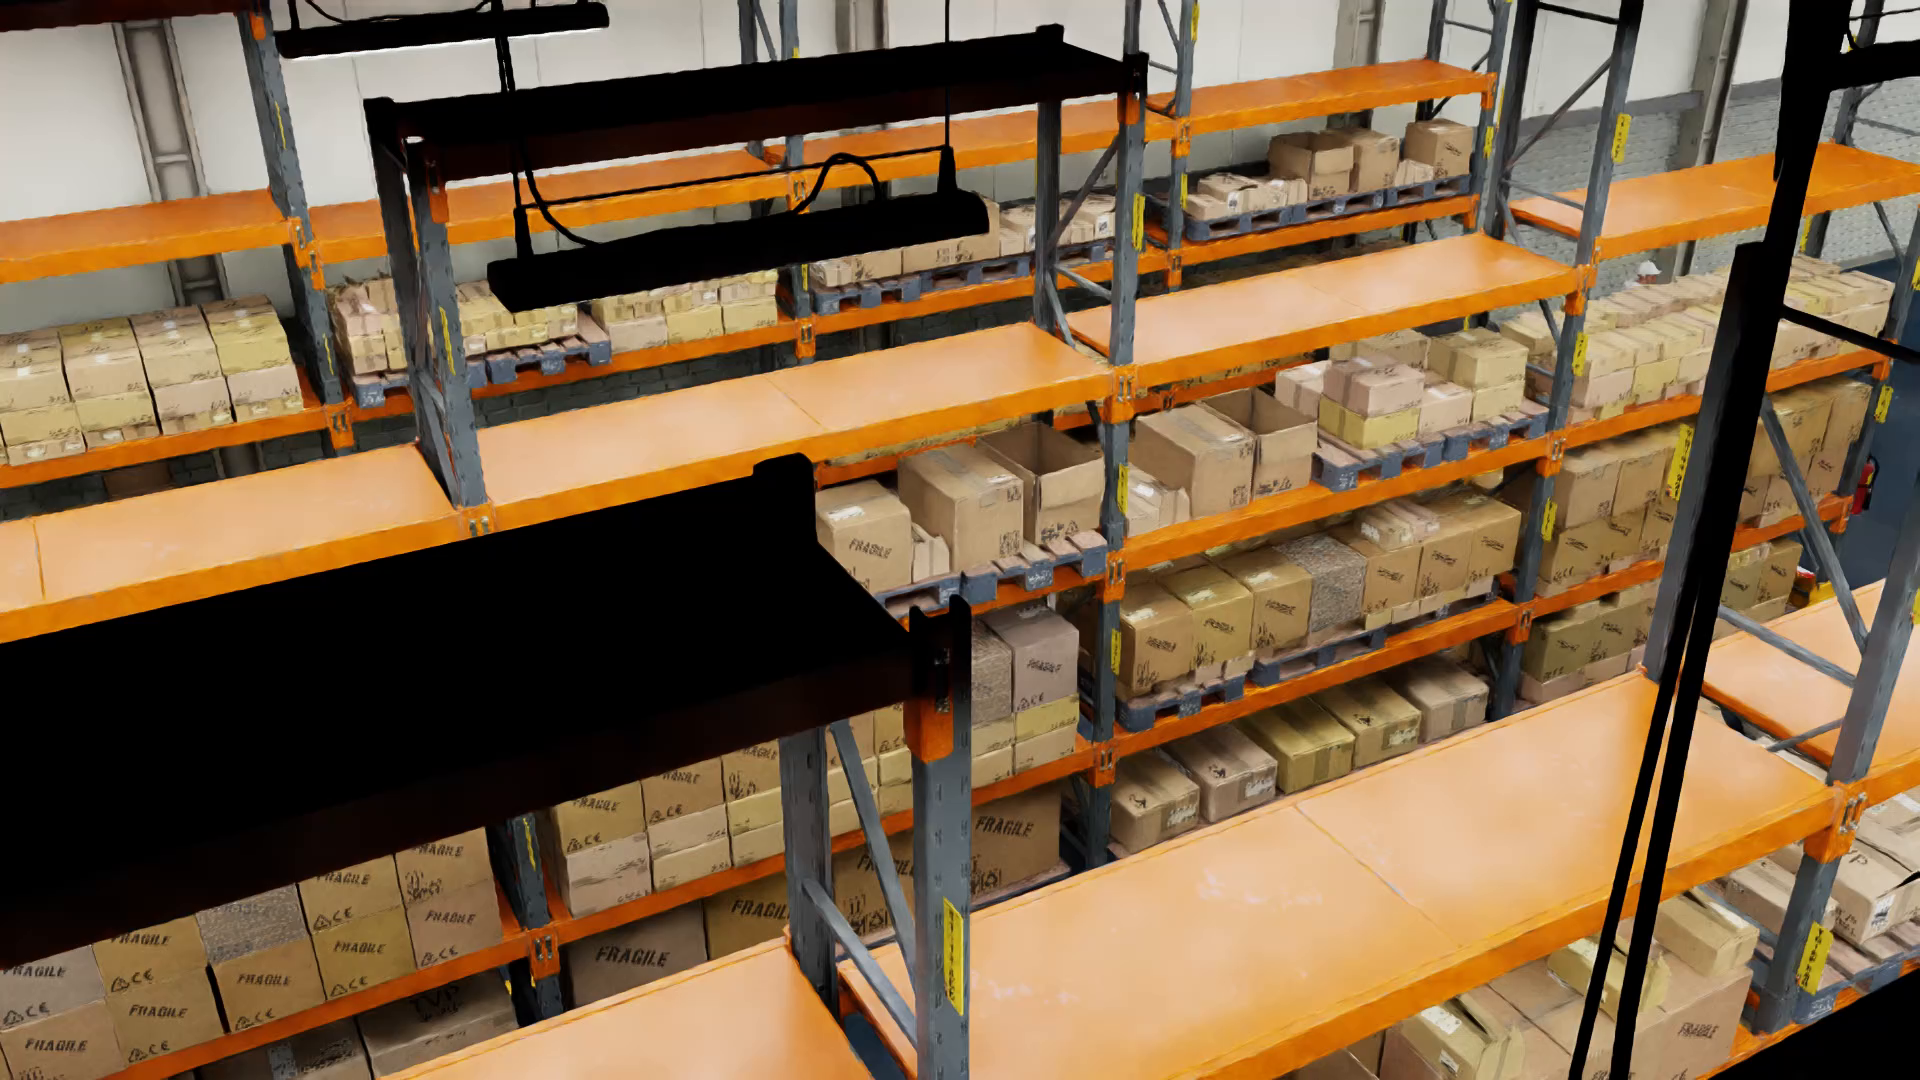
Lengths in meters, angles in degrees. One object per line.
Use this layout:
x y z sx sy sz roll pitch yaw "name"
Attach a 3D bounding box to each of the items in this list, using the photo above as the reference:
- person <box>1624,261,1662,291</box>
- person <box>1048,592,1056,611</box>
7.873 -2.480 19.778 0.573 1.780 0.587 3 28 6 "person"
0.930 0.378 14.344 0.665 1.782 0.583 0 28 1 "person"
